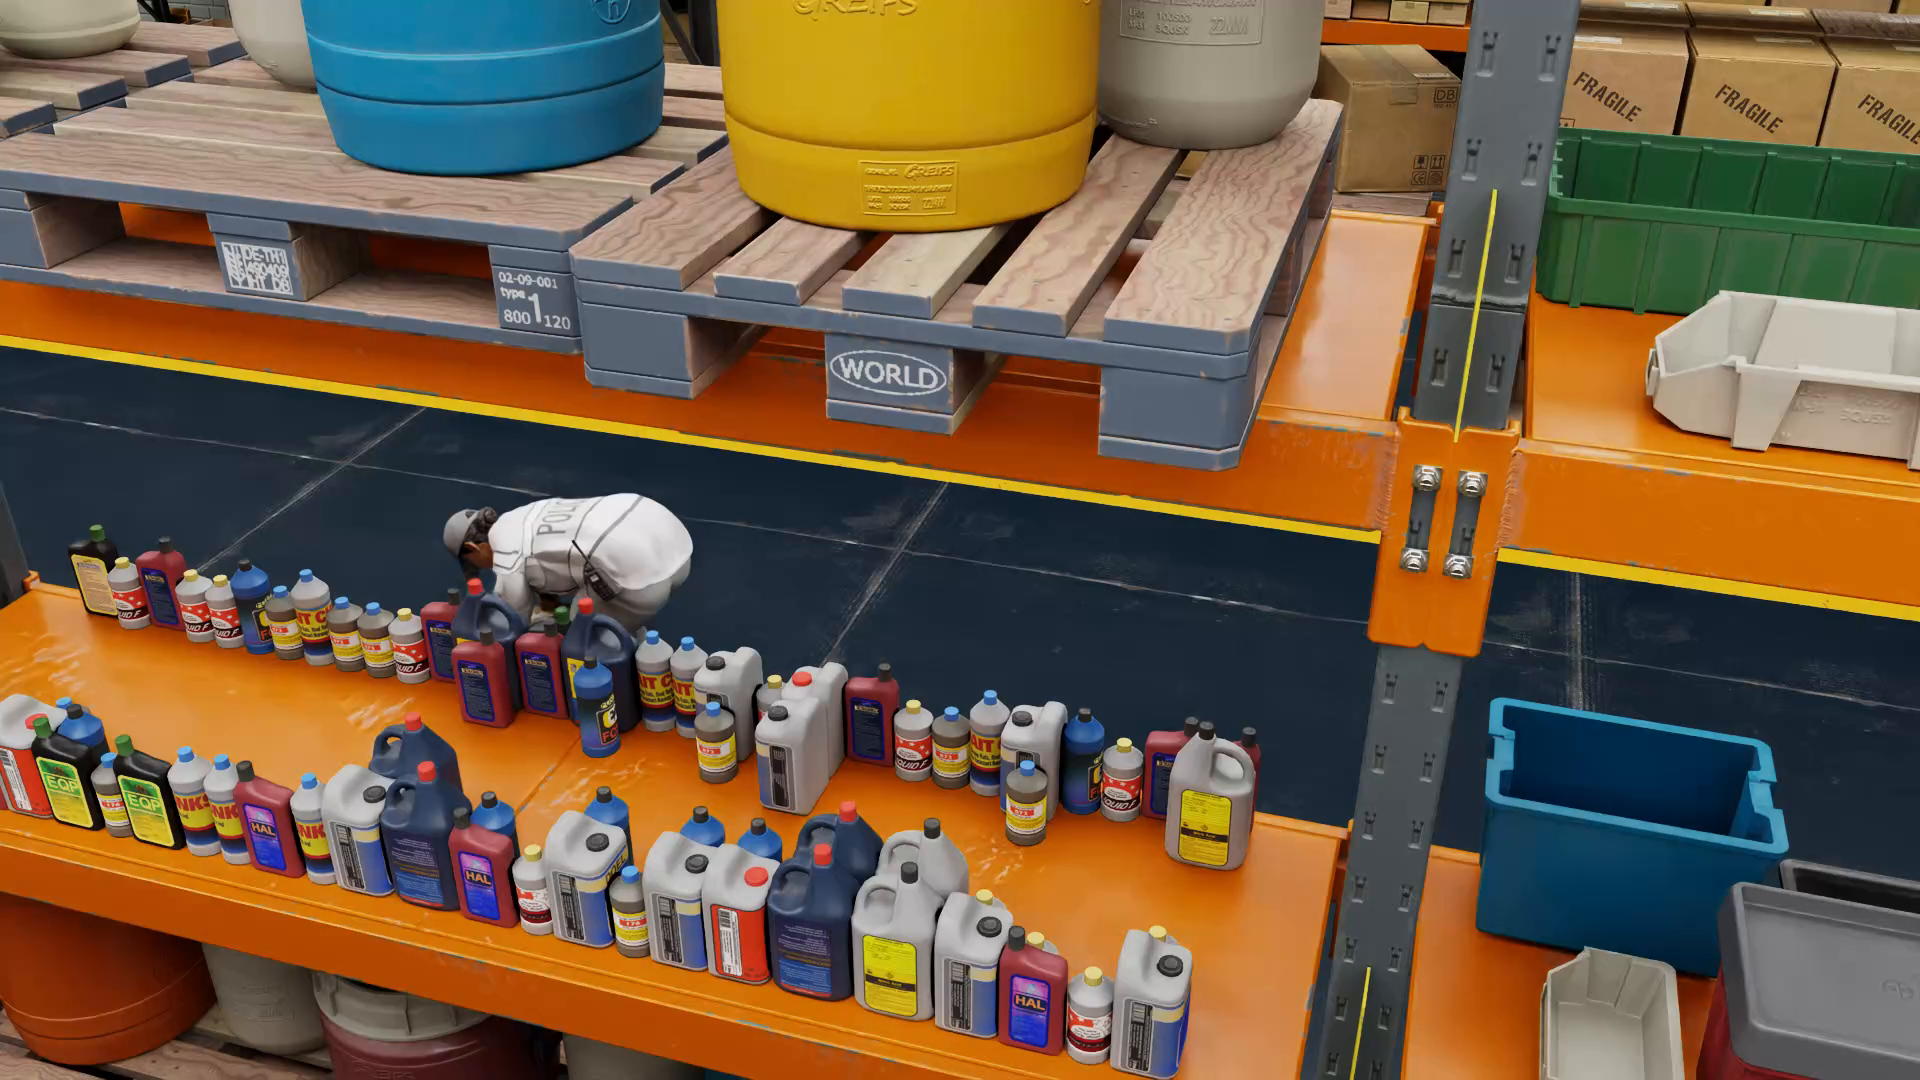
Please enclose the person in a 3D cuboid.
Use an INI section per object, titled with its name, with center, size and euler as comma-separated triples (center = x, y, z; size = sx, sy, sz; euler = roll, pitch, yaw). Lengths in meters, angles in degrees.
[person]
center = -1.457, 0.303, 6.242
size = 0.951, 1.025, 0.492
euler = 7, 30, 13
